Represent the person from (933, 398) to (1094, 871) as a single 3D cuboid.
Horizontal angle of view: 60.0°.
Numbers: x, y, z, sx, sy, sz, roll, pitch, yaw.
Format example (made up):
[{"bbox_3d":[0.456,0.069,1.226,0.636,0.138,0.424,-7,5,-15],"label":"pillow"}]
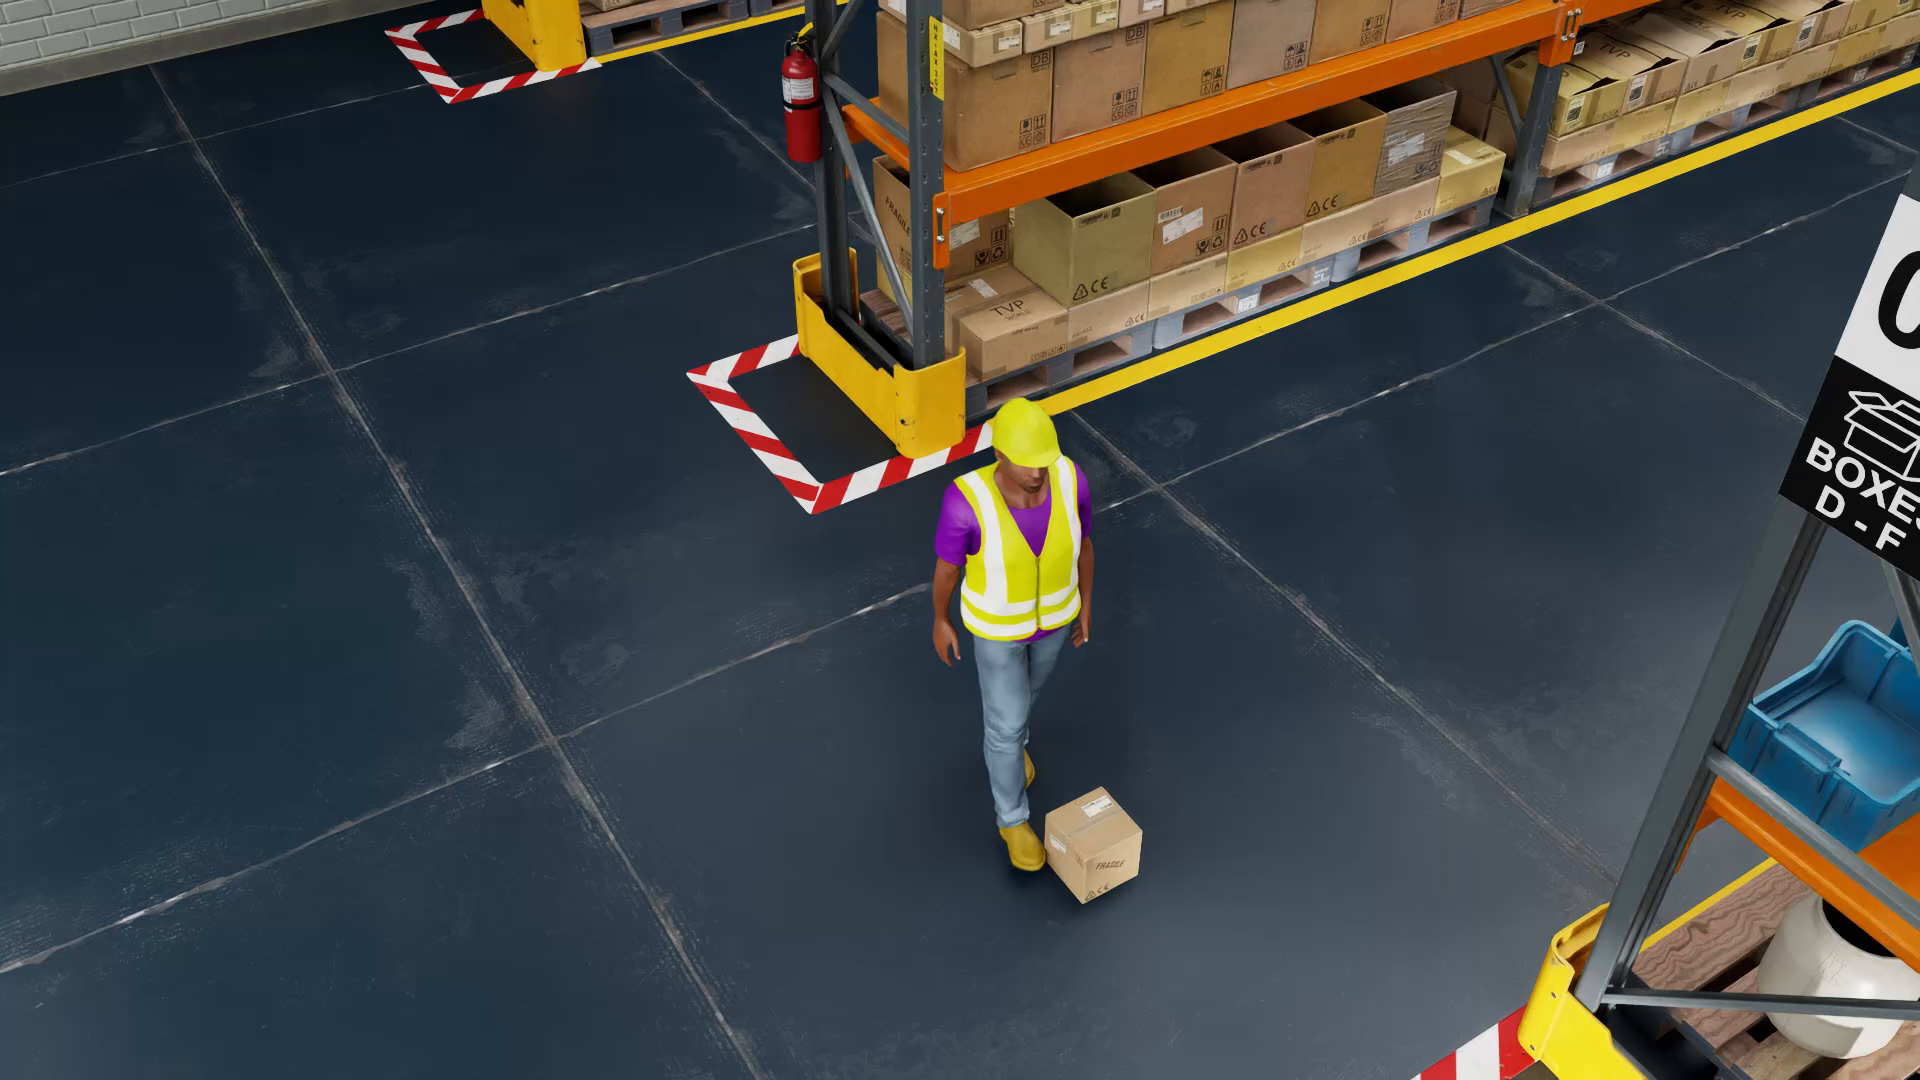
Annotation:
[{"bbox_3d":[0.252,0.329,5.752,0.577,1.753,0.729,-16,43,-18],"label":"person"}]
